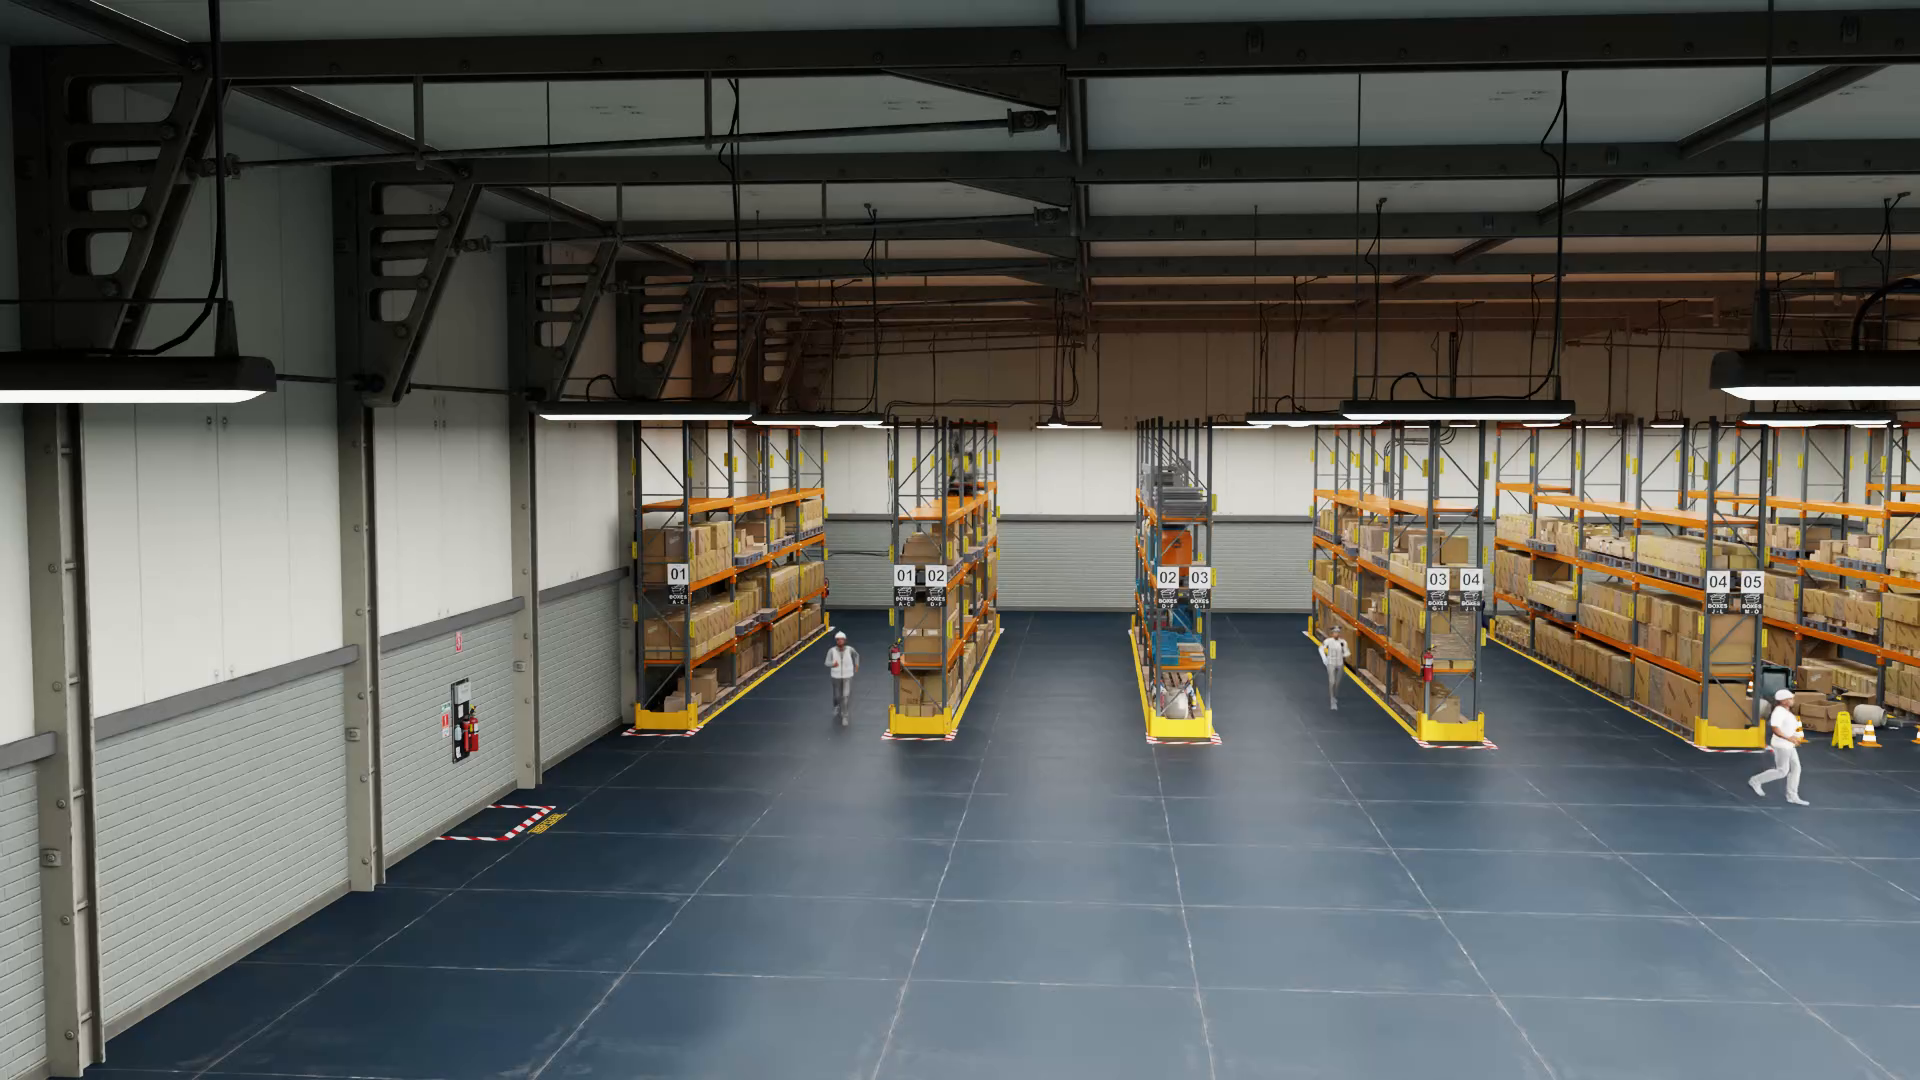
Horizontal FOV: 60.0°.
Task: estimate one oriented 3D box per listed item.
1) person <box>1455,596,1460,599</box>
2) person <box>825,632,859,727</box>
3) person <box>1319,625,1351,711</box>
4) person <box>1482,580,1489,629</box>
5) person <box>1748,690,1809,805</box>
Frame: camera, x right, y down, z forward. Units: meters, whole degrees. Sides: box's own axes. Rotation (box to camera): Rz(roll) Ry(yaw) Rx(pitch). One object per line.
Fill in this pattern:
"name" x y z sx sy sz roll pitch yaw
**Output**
"person" 14.061 1.874 46.810 0.873 1.563 0.603 -2 4 -32
"person" -2.320 2.700 32.710 0.665 1.806 0.954 0 4 -2
"person" 7.776 2.616 34.439 0.606 1.724 0.788 0 4 0
"person" 14.840 1.840 47.535 0.669 1.638 0.648 0 4 1
"person" 12.642 3.178 25.629 0.853 1.758 0.703 3 5 38
